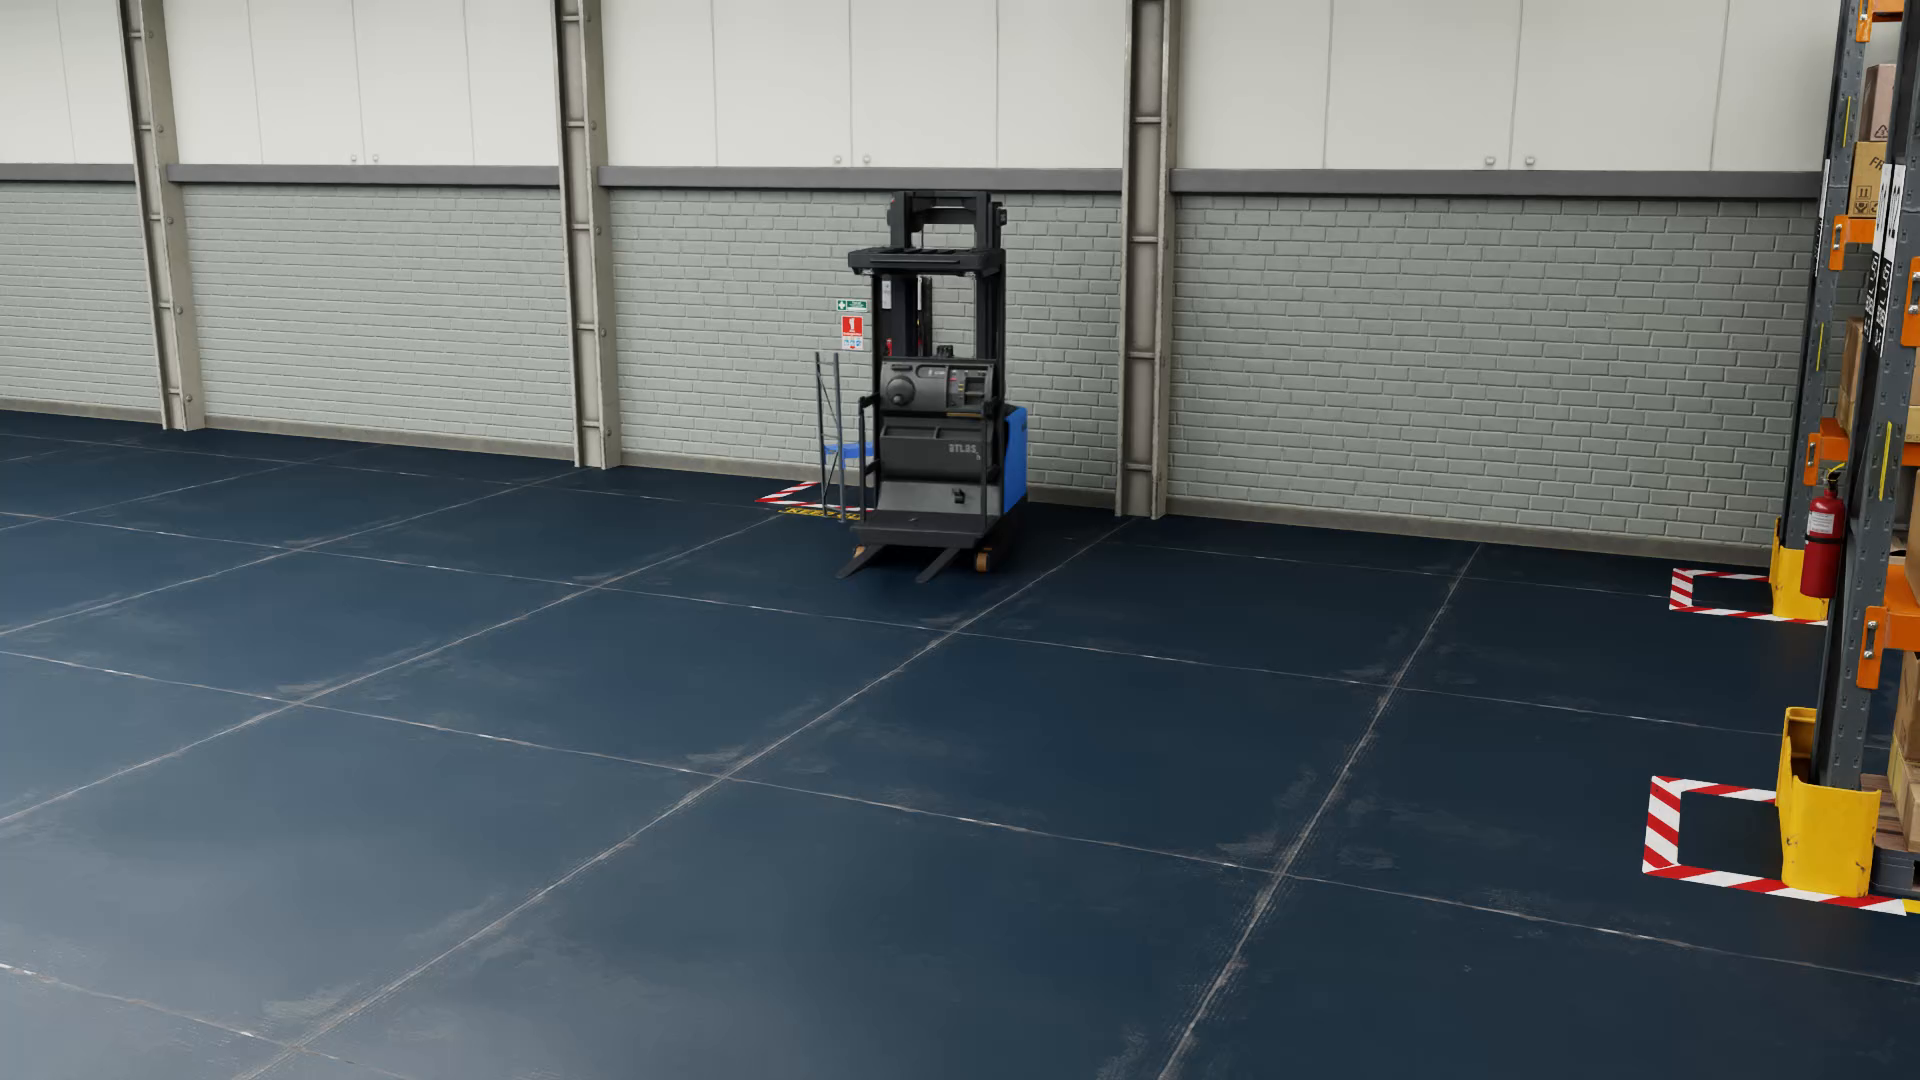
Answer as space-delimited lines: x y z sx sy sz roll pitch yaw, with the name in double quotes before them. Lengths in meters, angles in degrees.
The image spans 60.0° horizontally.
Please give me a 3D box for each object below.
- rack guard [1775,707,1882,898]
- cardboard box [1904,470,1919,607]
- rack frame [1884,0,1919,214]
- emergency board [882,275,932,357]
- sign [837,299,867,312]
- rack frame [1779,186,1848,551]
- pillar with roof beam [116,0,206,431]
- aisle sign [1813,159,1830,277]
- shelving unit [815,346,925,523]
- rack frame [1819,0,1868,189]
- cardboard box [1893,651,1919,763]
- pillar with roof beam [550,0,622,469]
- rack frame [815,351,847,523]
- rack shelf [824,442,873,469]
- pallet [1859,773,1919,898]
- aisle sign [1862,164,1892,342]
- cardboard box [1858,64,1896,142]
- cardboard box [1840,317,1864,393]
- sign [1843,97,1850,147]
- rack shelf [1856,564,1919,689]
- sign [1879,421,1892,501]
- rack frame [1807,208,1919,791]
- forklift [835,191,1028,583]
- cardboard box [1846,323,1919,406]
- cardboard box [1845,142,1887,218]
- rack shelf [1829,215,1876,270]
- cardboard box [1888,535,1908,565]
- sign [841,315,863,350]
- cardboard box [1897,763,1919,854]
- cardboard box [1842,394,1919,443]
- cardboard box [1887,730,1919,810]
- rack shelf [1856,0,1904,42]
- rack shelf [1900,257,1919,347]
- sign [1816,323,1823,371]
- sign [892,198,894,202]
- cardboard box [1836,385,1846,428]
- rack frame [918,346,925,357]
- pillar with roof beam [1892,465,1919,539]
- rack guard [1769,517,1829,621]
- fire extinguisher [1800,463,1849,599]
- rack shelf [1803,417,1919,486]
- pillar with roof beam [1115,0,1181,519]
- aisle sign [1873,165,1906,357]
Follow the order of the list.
"rack guard" 4.127 1.225 7.939 0.348 0.500 1.175 6 14 23
"cardboard box" 4.571 0.008 7.438 0.500 0.500 0.700 6 14 23
"rack frame" 4.149 -2.910 6.959 0.127 3.000 1.000 6 14 23
"emergency board" -0.587 -1.932 15.924 0.643 1.169 0.194 6 14 23
"sign" -1.050 -2.278 16.159 0.331 0.109 0.001 6 14 23
"rack frame" 6.152 -1.025 12.055 0.127 3.000 1.000 6 14 23
"pillar with roof beam" -11.058 -4.828 15.130 0.400 9.000 9.100 6 14 23
"aisle sign" 5.965 -2.234 11.520 0.004 0.787 0.394 6 14 23
"shelving unit" -0.697 -0.972 15.033 1.048 1.500 0.538 -6 10 -25
"rack frame" 6.152 -3.945 11.370 0.127 3.000 1.000 6 14 23
"cardboard box" 4.760 0.767 7.878 0.500 0.500 0.500 6 14 23
"pillar with roof beam" -5.572 -4.272 12.764 0.400 9.000 9.100 6 14 23
"rack frame" -1.154 -0.921 14.816 0.032 1.500 0.500 -6 10 -25
"rack shelf" -0.691 -0.794 15.061 1.000 0.185 0.538 -6 10 -25
"pallet" 4.866 1.430 7.699 1.213 0.211 1.003 6 14 23
"aisle sign" 4.208 -1.323 7.635 0.004 0.787 0.394 6 14 23
"cardboard box" 6.406 -2.944 11.217 0.500 0.500 0.500 5 14 19
"cardboard box" 6.670 -1.327 11.988 0.500 0.500 0.500 6 14 23
"sign" 5.933 -2.797 11.130 0.005 0.325 0.100 6 14 23
"rack shelf" 5.978 0.546 6.938 4.000 0.370 1.077 6 14 23
"sign" 3.919 -0.334 7.045 0.005 0.325 0.100 6 14 23
"rack frame" 4.149 0.010 7.644 0.127 3.000 1.000 6 14 23
"forklift" -0.234 -1.258 13.200 1.130 2.935 3.031 3 14 13
"cardboard box" 6.467 -1.219 11.529 0.500 0.500 0.500 6 14 23
"cardboard box" 6.357 -2.460 11.345 0.500 0.500 0.500 6 15 25
"rack shelf" 7.981 -1.950 11.006 4.000 0.370 1.077 6 14 23
"cardboard box" 6.749 0.153 11.959 0.500 0.311 0.500 4 14 17
"sign" -1.051 -2.022 16.229 0.234 0.329 0.001 6 14 23
"cardboard box" 4.550 1.241 7.501 0.500 0.250 0.500 6 14 23
"cardboard box" 6.470 -0.850 11.595 0.500 0.250 0.500 5 14 22
"cardboard box" 4.759 1.132 7.962 0.500 0.250 0.500 6 14 23
"rack shelf" 7.981 -3.408 10.664 4.000 0.370 1.077 6 14 23
"rack shelf" 5.978 -0.915 6.595 4.000 0.370 1.077 6 14 23
"sign" 5.933 -1.333 11.473 0.005 0.325 0.100 6 14 23
"sign" -0.554 -3.082 15.751 0.199 0.298 0.001 6 14 23
"cardboard box" 6.658 -0.959 12.058 0.500 0.250 0.500 6 14 24
"rack frame" -0.240 -1.022 15.250 0.032 1.500 0.500 -6 10 -25
"pillar with roof beam" 5.399 -3.162 8.032 0.400 9.000 9.100 6 14 23
"rack guard" 6.222 0.199 12.311 0.348 0.500 1.175 6 14 23
"fire extinguisher" 4.229 -0.060 8.113 0.183 0.674 0.296 6 14 23
"rack shelf" 7.981 -0.489 11.349 4.000 0.370 1.077 6 14 23
"pillar with roof beam" -0.087 -3.717 10.398 0.400 9.000 9.100 6 14 23
"aisle sign" 3.965 -1.197 7.101 0.004 0.787 0.394 6 14 23
